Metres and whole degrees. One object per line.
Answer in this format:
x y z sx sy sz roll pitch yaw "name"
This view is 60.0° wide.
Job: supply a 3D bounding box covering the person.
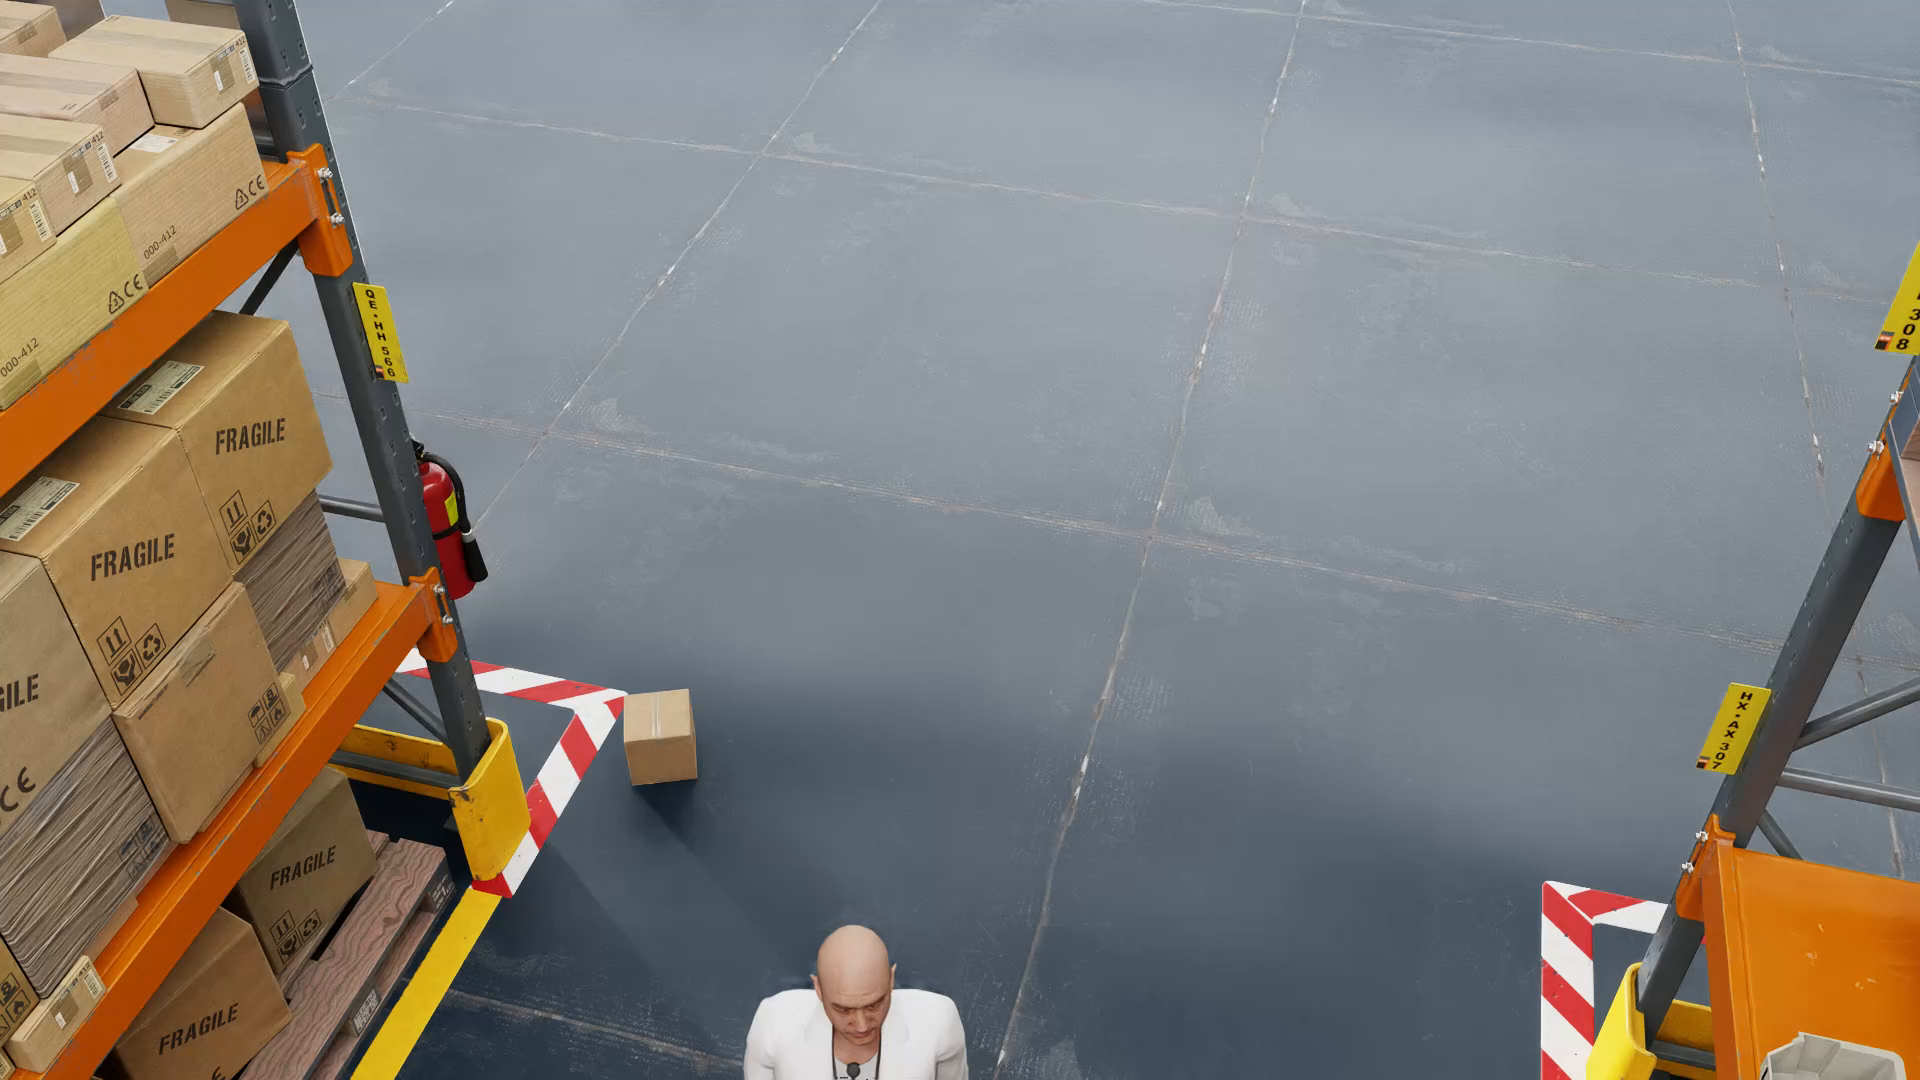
-0.262 1.576 4.309 0.567 1.737 1.034 2 41 2 "person"
